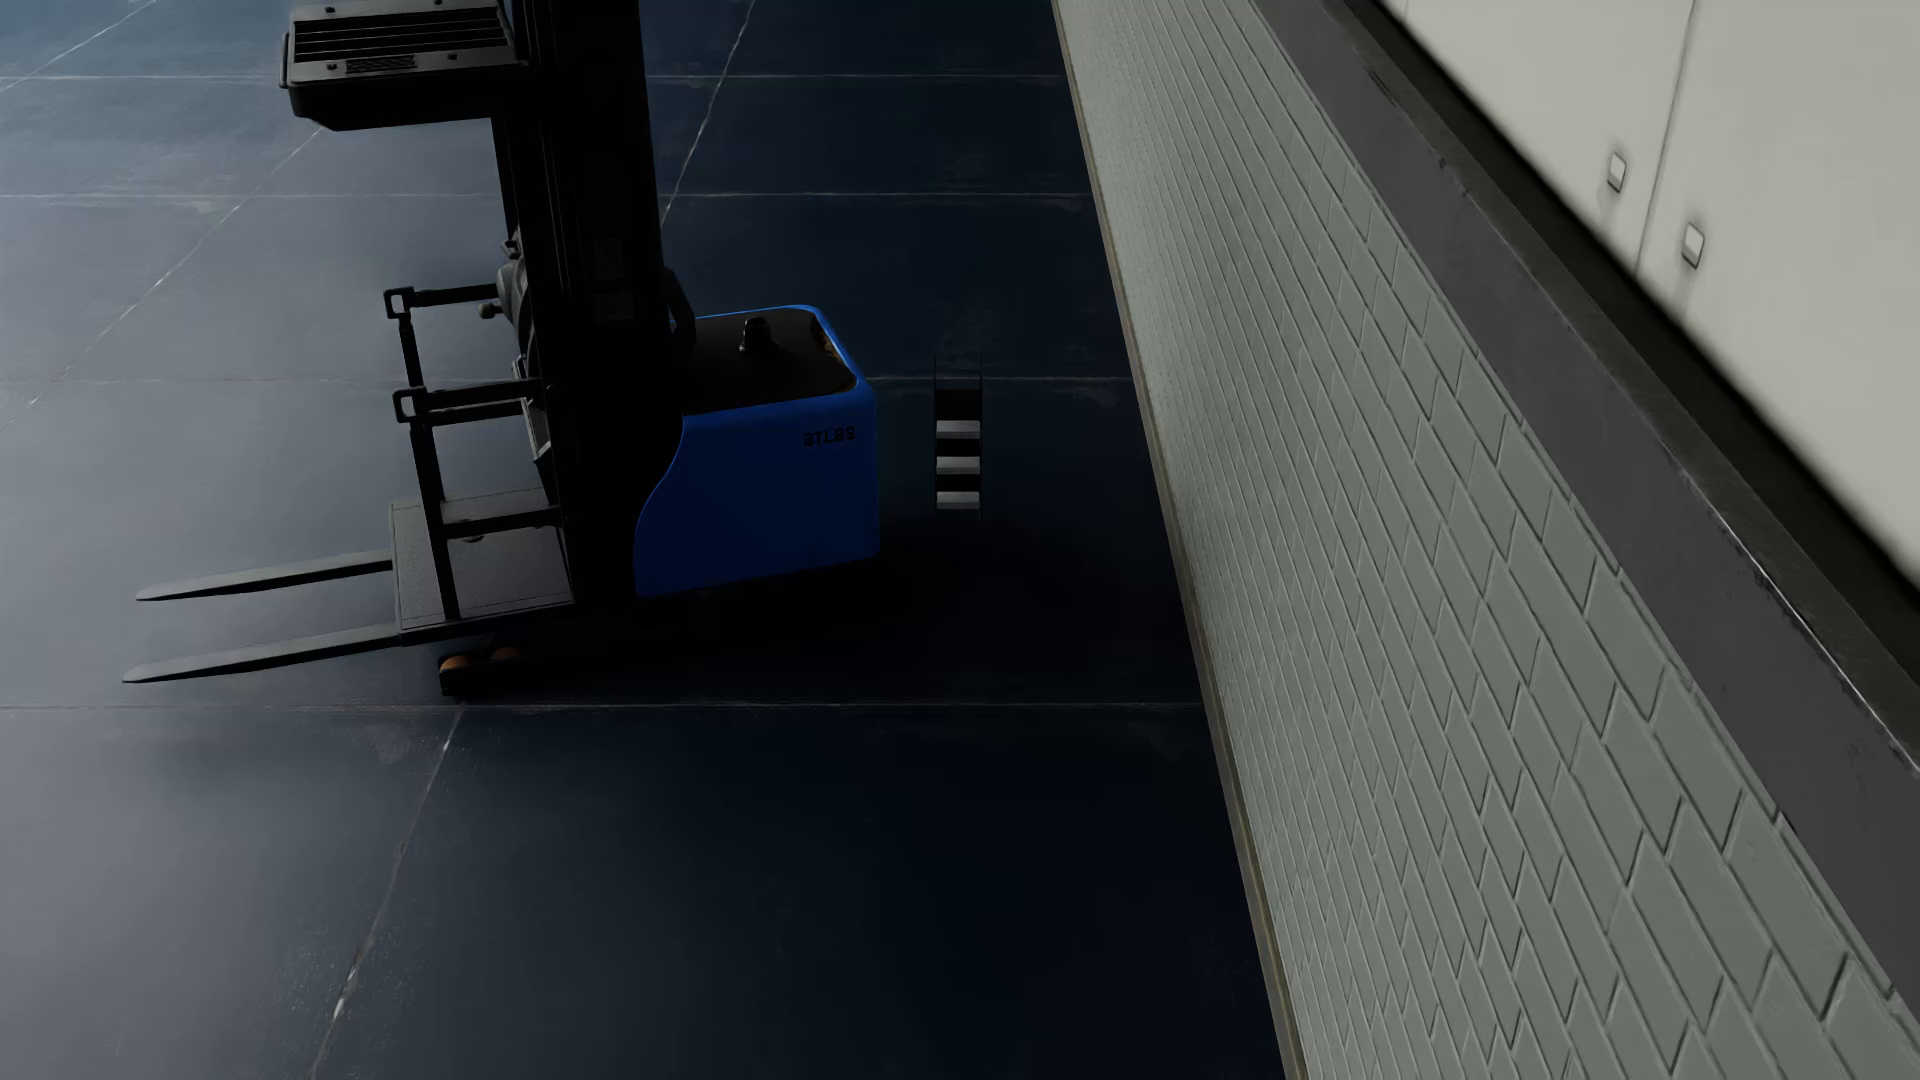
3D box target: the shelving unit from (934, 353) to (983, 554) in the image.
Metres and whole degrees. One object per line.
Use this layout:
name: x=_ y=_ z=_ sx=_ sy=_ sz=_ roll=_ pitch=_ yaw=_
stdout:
shelving unit: x=-0.008 y=-0.385 z=7.517 sx=0.210 sy=0.900 sz=0.258 roll=0 pitch=31 yaw=0

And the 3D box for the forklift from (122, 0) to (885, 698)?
forklift: x=-1.902 y=-0.926 z=6.451 sx=3.031 sy=2.935 sz=1.130 roll=-10 pitch=33 yaw=-16

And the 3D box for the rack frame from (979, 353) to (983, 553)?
rack frame: x=0.094 y=-0.385 z=7.517 sx=0.006 sy=0.900 sz=0.240 roll=0 pitch=31 yaw=0

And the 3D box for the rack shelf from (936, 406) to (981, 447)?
rack shelf: x=-0.008 y=-0.510 z=7.440 sx=0.200 sy=0.077 sz=0.258 roll=0 pitch=31 yaw=0

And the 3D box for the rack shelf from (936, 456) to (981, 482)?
rack shelf: x=-0.008 y=-0.356 z=7.534 sx=0.200 sy=0.077 sz=0.258 roll=0 pitch=31 yaw=0

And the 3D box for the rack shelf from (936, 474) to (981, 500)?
rack shelf: x=-0.008 y=-0.279 z=7.581 sx=0.200 sy=0.077 sz=0.258 roll=0 pitch=31 yaw=0

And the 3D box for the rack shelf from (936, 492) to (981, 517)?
rack shelf: x=-0.008 y=-0.202 z=7.627 sx=0.200 sy=0.077 sz=0.258 roll=0 pitch=31 yaw=0

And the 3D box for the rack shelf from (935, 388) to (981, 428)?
rack shelf: x=-0.008 y=-0.587 z=7.394 sx=0.200 sy=0.077 sz=0.258 roll=0 pitch=31 yaw=0

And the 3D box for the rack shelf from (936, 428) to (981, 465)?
rack shelf: x=-0.008 y=-0.433 z=7.487 sx=0.200 sy=0.077 sz=0.258 roll=0 pitch=31 yaw=0

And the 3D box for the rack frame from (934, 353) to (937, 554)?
rack frame: x=-0.110 y=-0.384 z=7.516 sx=0.006 sy=0.900 sz=0.240 roll=0 pitch=31 yaw=0
